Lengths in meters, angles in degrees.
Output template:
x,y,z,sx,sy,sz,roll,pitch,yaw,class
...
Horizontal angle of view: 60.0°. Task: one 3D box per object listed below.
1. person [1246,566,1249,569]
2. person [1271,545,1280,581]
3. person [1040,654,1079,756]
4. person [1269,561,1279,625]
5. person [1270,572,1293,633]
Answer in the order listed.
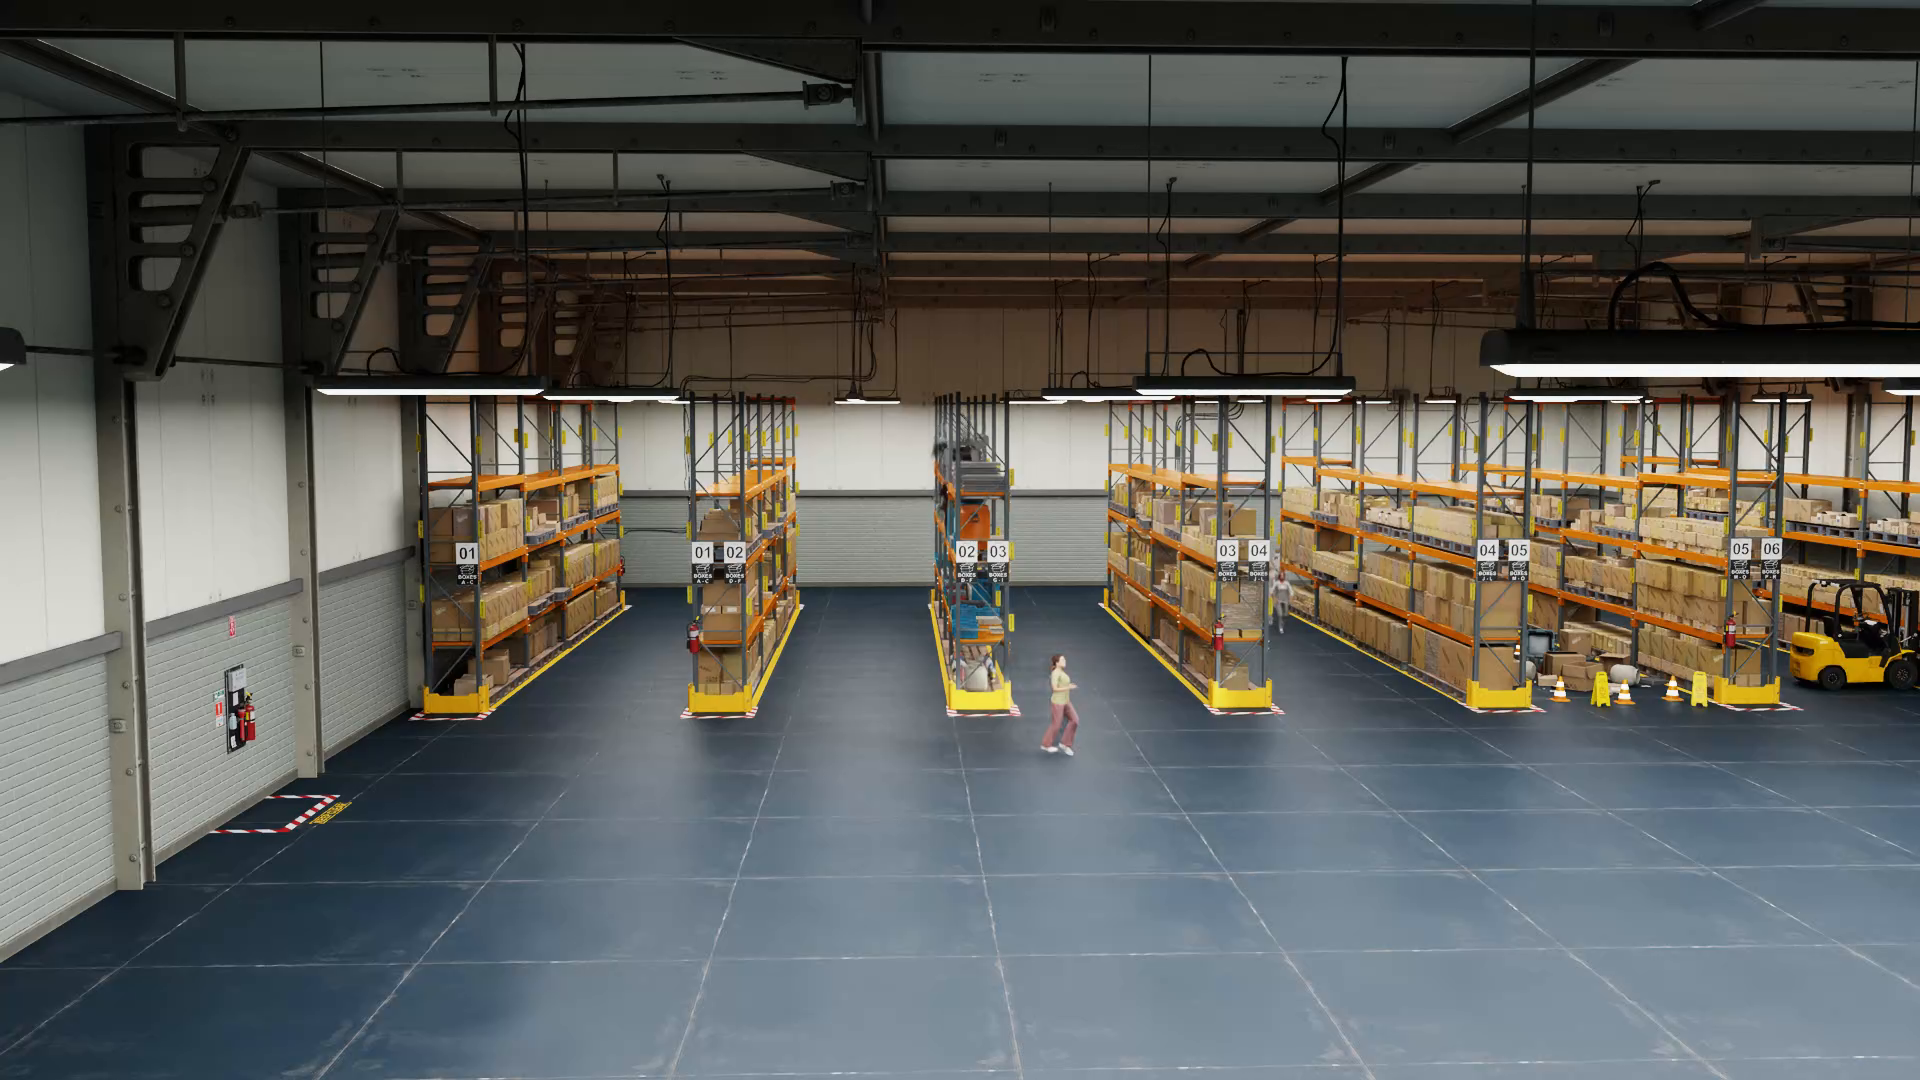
x,y,z,sx,sy,sz,roll,pitch,yaw,class
7.875,1.015,47.666,0.722,1.794,0.796,4,6,43,person
9.376,0.938,49.085,0.718,1.597,0.699,1,5,9,person
1.641,2.706,27.282,0.670,1.705,0.558,2,5,25,person
8.213,1.384,43.987,0.563,1.665,0.793,0,5,3,person
8.143,1.581,42.158,0.583,1.534,0.575,0,5,1,person
